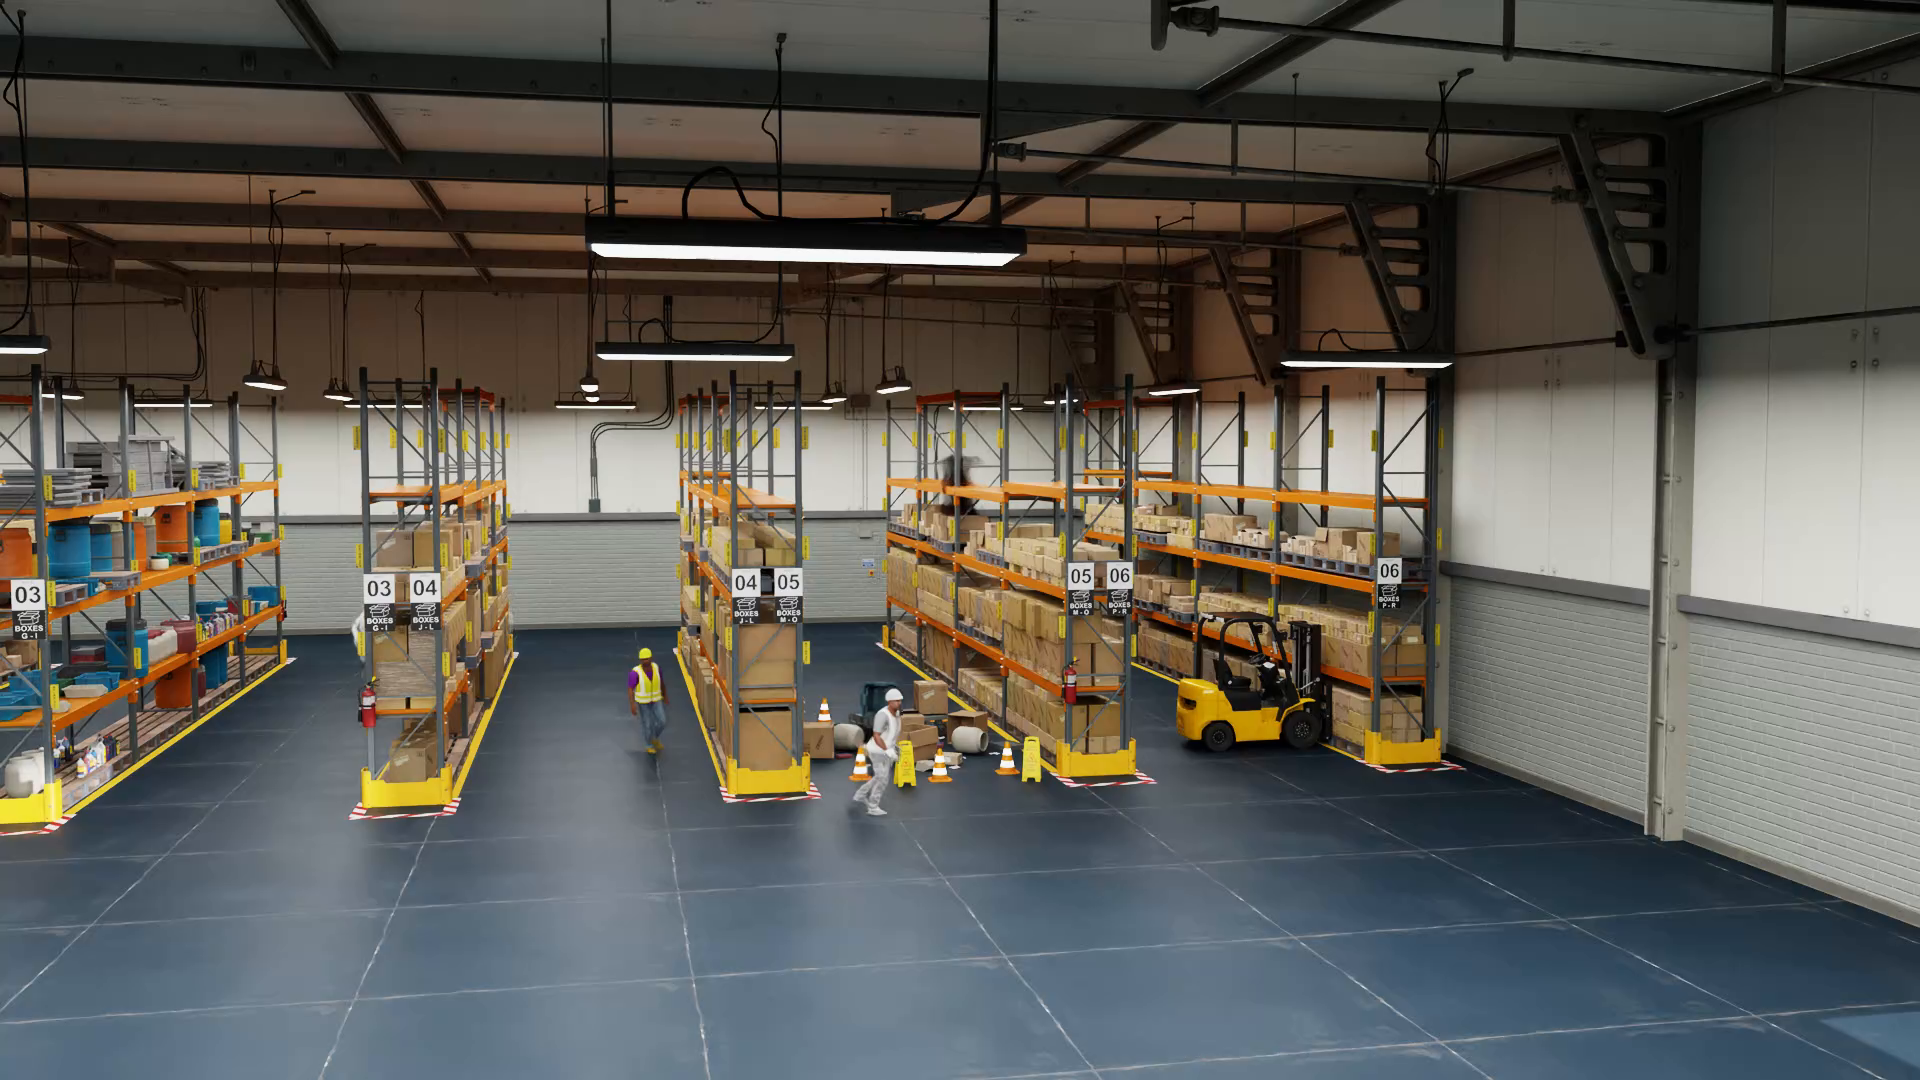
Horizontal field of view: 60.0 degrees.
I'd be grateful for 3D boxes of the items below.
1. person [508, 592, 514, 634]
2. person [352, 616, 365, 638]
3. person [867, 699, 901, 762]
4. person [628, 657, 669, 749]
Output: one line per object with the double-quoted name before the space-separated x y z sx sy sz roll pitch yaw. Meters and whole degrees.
"person" -11.046 1.647 39.966 0.898 1.666 0.670 2 4 30
"person" -12.212 1.718 34.253 0.611 0.775 0.444 -1 4 -16
"person" -0.988 2.477 22.170 0.495 0.939 0.653 1 4 16
"person" -4.958 2.558 26.477 0.729 1.633 0.546 -2 4 -32
